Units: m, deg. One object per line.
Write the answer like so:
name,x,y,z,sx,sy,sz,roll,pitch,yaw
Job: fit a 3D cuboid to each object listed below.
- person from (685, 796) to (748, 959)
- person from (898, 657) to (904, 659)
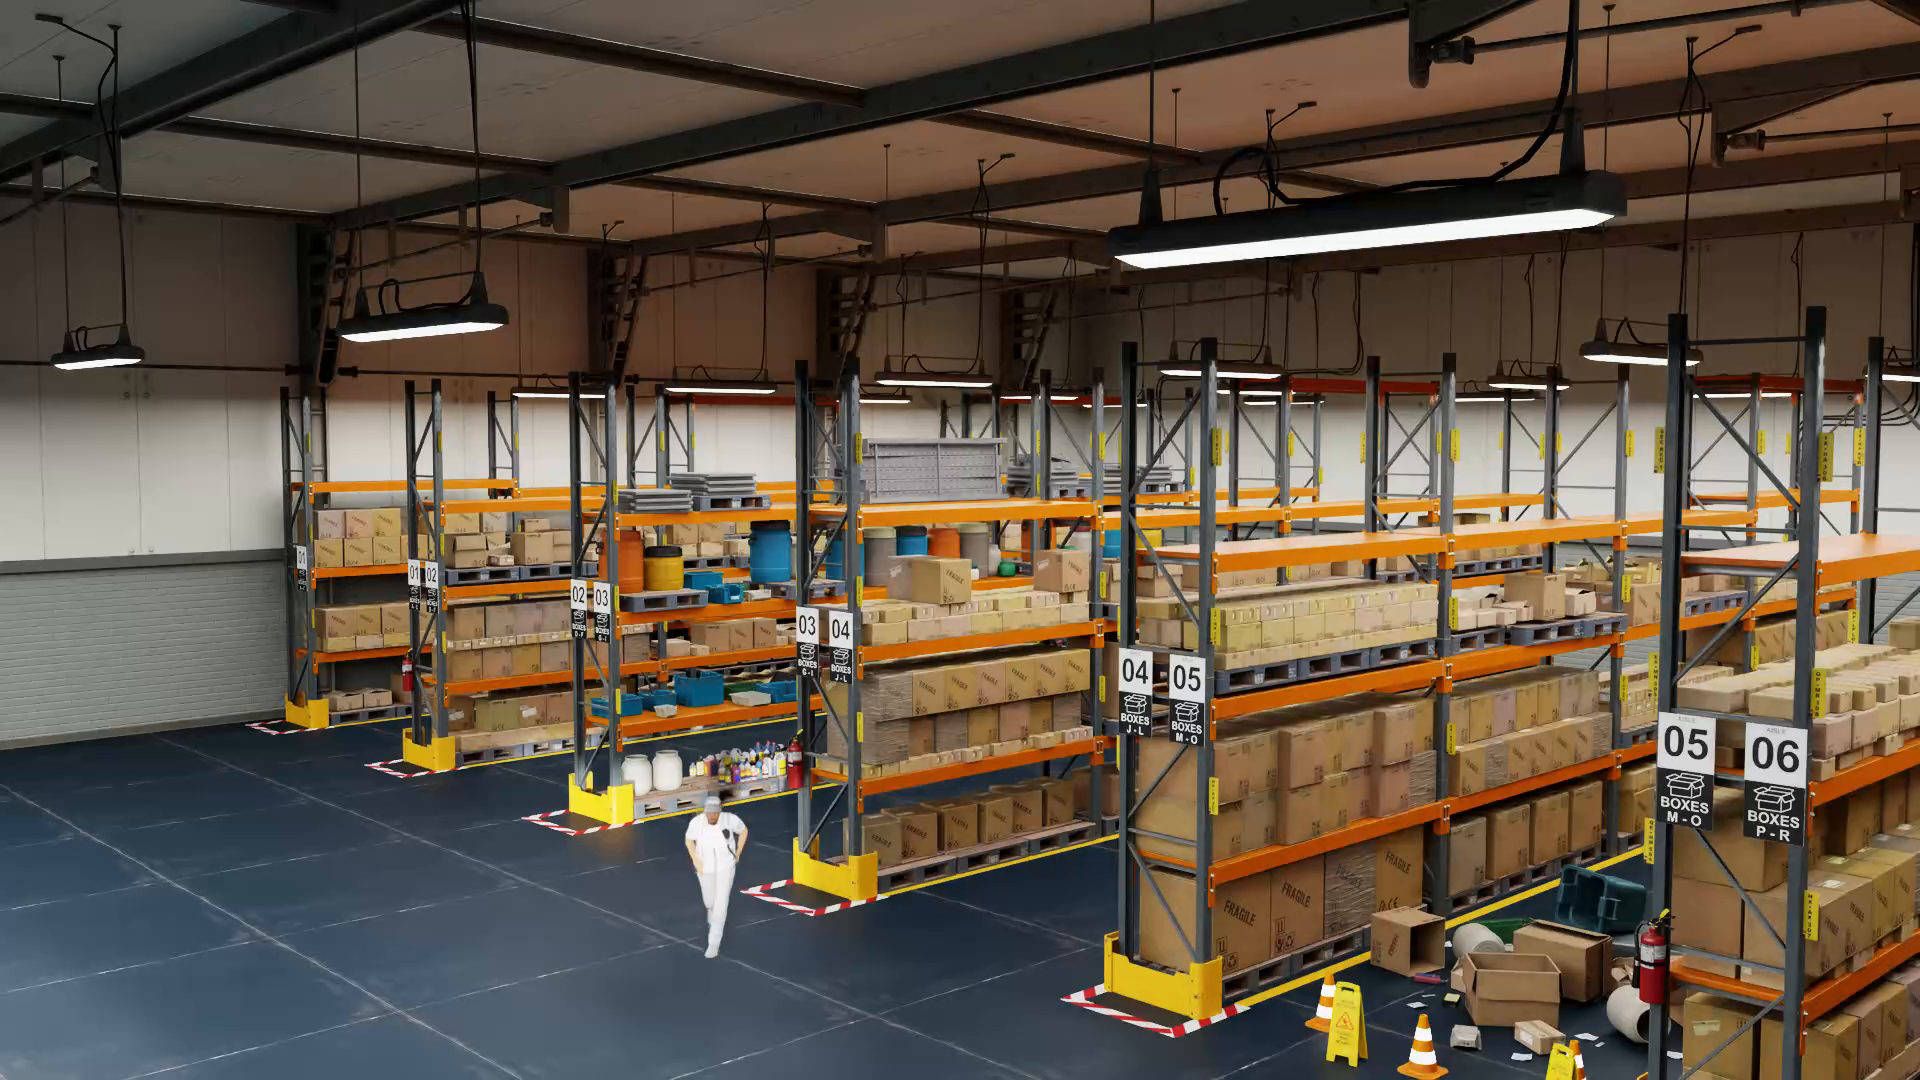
person,-2.451,3.322,16.780,0.624,1.633,0.988,-1,4,-8
person,-1.191,2.427,28.252,0.734,1.603,0.626,-4,5,-45
